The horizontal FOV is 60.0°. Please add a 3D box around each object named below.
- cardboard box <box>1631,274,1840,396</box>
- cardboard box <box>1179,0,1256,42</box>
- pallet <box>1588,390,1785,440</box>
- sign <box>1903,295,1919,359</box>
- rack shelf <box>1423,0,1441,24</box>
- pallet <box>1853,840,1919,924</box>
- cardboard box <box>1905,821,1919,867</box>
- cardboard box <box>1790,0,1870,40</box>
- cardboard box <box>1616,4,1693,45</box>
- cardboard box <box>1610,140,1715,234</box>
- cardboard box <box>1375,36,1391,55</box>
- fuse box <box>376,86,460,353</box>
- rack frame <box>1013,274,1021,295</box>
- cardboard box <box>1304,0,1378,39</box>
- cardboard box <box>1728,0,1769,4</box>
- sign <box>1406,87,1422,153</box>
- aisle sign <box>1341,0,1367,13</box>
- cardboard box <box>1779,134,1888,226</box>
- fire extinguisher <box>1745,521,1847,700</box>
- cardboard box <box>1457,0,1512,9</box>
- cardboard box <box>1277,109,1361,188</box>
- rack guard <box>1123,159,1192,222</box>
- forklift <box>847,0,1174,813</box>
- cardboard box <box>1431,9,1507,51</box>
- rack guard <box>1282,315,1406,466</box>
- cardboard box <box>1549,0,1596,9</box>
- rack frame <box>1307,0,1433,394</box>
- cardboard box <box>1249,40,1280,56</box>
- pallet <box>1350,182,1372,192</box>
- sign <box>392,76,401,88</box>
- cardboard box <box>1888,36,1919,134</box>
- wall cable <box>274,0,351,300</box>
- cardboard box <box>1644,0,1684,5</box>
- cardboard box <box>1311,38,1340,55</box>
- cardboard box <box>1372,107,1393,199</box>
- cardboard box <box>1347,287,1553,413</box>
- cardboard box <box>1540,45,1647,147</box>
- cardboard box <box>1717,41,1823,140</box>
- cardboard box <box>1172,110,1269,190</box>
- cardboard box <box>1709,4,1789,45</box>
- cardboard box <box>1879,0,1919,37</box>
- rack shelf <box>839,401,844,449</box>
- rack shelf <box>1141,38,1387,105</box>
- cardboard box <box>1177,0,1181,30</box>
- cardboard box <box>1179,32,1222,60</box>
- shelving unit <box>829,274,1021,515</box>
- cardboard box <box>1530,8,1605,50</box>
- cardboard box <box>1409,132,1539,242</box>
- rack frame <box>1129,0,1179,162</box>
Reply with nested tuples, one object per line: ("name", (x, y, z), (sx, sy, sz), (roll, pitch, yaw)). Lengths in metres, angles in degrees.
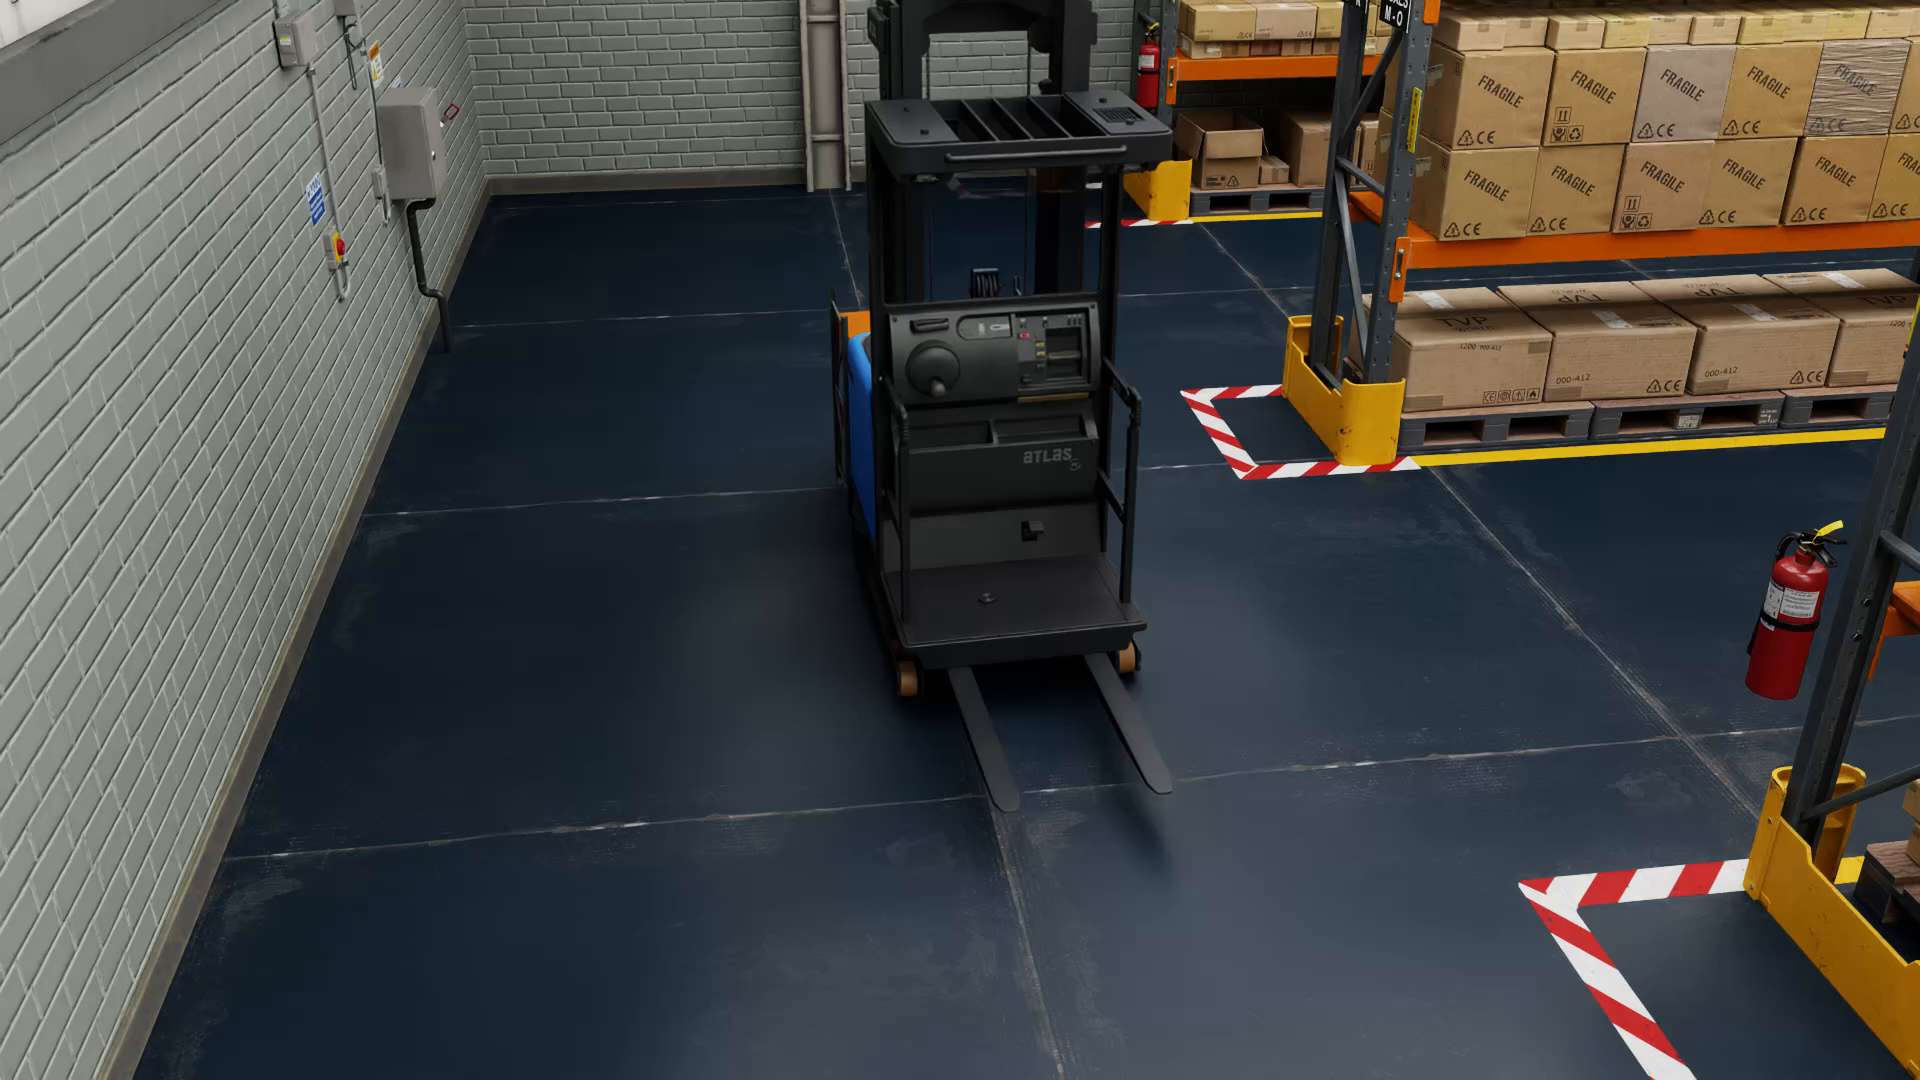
("cardboard box", (4.745, -1.284, 10.313), (0.875, 0.438, 0.875), (-4, 27, -9))
("cardboard box", (2.099, -4.248, 13.581), (0.500, 0.250, 0.500), (-4, 27, -7))
("pallet", (4.293, -0.953, 10.376), (1.213, 0.211, 1.003), (-4, 27, -7))
("sign", (3.039, -0.708, 5.229), (0.005, 0.325, 0.100), (-4, 27, -7))
("rack shelf", (4.288, -3.173, 9.150), (4.000, 0.370, 1.077), (-4, 27, -7))
("pallet", (3.981, 1.400, 5.790), (1.213, 0.211, 1.003), (-4, 27, -7))
("cardboard box", (3.589, 1.154, 5.878), (0.250, 0.149, 0.380), (-3, 27, -6))
("cardboard box", (4.733, -2.847, 9.098), (0.250, 0.149, 0.380), (-4, 27, -8))
("cardboard box", (3.731, -2.786, 8.978), (0.250, 0.149, 0.380), (-3, 27, -7))
("cardboard box", (3.826, -2.046, 9.341), (0.500, 0.500, 0.500), (-4, 27, -7))
("cardboard box", (3.516, -4.146, 13.819), (0.250, 0.149, 0.380), (-3, 27, -6))
("fuse box", (-3.422, -2.048, 10.867), (0.414, 1.711, 0.539), (-4, 27, -7))
("rack frame", (0.355, -0.845, 9.164), (0.032, 1.125, 0.500), (-5, 28, -10))
("cardboard box", (3.099, -4.314, 13.709), (0.500, 0.250, 0.500), (-4, 27, -8))
("cardboard box", (4.408, -3.073, 9.537), (0.250, 0.149, 0.380), (-4, 27, -7))
("sign", (2.378, -2.200, 8.718), (0.005, 0.325, 0.100), (-4, 27, -7))
("aisle sign", (2.193, -3.324, 9.094), (0.004, 0.787, 0.394), (-4, 27, -7))
("cardboard box", (4.840, -2.111, 9.470), (0.500, 0.500, 0.500), (-4, 27, -8))
("fire extinguisher", (2.783, 0.208, 5.553), (0.183, 0.674, 0.296), (-4, 27, -7))
("cardboard box", (2.883, -2.950, 9.298), (0.250, 0.149, 0.380), (-3, 27, -6))
("cardboard box", (3.083, -3.383, 14.335), (0.500, 0.500, 0.700), (-3, 27, -5))
("rack guard", (1.687, -3.168, 14.376), (0.348, 0.500, 1.175), (-4, 27, -7))
("forklift", (0.199, -0.788, 7.076), (1.130, 2.935, 3.031), (-5, 28, -10))
("cardboard box", (2.697, -2.707, 8.824), (0.250, 0.149, 0.380), (-3, 27, -6))
("rack guard", (2.283, -0.918, 9.991), (0.348, 0.500, 1.175), (-4, 27, -7))
("cardboard box", (3.382, -3.002, 9.399), (0.250, 0.149, 0.380), (-3, 27, -6))
("rack frame", (2.307, -2.031, 9.423), (0.127, 3.000, 1.000), (-4, 27, -7))
("cardboard box", (2.476, -4.130, 13.788), (0.250, 0.149, 0.380), (-4, 27, -8))
("pallet", (3.682, -3.166, 14.690), (1.213, 0.211, 1.003), (-4, 27, -7))
("sign", (-3.695, -2.789, 11.004), (0.001, 0.494, 0.329), (-4, 27, -7))
("cardboard box", (5.336, -2.592, 9.310), (0.500, 0.500, 0.500), (-4, 27, -8))
("wall cable", (-3.273, -2.128, 8.464), (0.123, 1.953, 0.585), (-4, 27, -7))
("cardboard box", (3.890, -3.029, 9.451), (0.250, 0.149, 0.380), (-3, 27, -6))
("cardboard box", (2.997, -4.137, 13.803), (0.250, 0.149, 0.380), (-3, 27, -6))
("cardboard box", (2.748, -2.226, 9.693), (0.500, 0.500, 0.500), (-4, 27, -7))
("cardboard box", (2.947, -1.165, 10.082), (0.875, 0.438, 0.875), (-5, 28, -9))
("cardboard box", (3.333, -2.458, 9.051), (0.500, 0.500, 0.500), (-4, 27, -9))
("cardboard box", (4.335, -2.527, 9.184), (0.500, 0.500, 0.500), (-4, 27, -7))
("cardboard box", (2.231, -3.347, 14.262), (0.637, 0.503, 0.797), (-5, 28, -9))
("cardboard box", (4.239, -2.786, 8.979), (0.250, 0.149, 0.380), (-4, 27, -8))
("cardboard box", (5.235, -2.897, 9.195), (0.250, 0.149, 0.380), (-4, 27, -8))
("rack shelf", (-0.143, -0.580, 9.184), (1.000, 0.278, 0.538), (-5, 28, -10))
("rack shelf", (3.592, -4.082, 14.208), (4.000, 0.370, 1.077), (-4, 27, -7))
("cardboard box", (2.030, -4.490, 14.053), (0.500, 0.250, 0.500), (-3, 27, -6))
("cardboard box", (1.976, -4.060, 13.652), (0.250, 0.149, 0.380), (-4, 27, -8))
("shelving unit", (-0.143, -0.797, 9.072), (1.048, 1.125, 0.538), (-5, 28, -10))
("cardboard box", (3.220, -2.720, 8.850), (0.250, 0.149, 0.380), (-3, 27, -6))
("cardboard box", (2.822, -1.977, 9.207), (0.500, 0.500, 0.500), (-4, 27, -8))
("rack frame", (1.612, -4.275, 13.796), (0.127, 3.000, 1.000), (-4, 27, -7))
